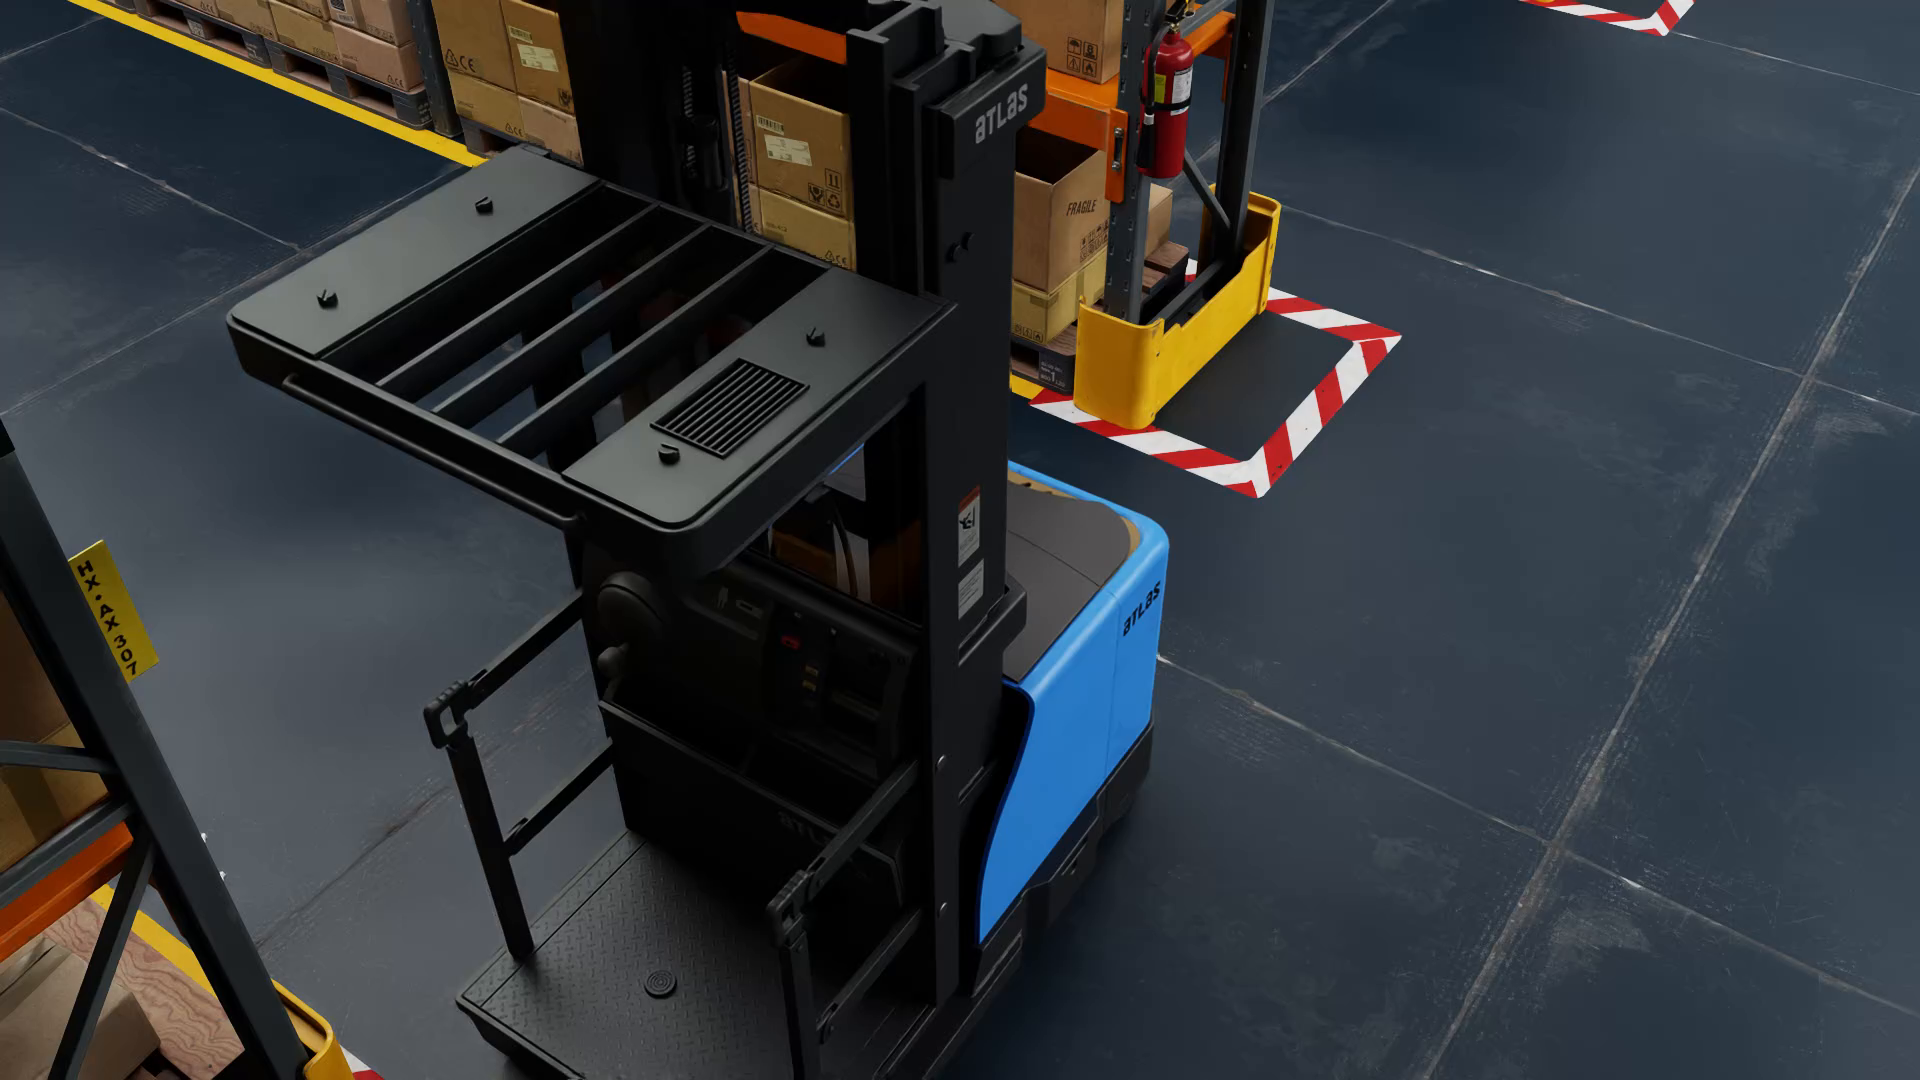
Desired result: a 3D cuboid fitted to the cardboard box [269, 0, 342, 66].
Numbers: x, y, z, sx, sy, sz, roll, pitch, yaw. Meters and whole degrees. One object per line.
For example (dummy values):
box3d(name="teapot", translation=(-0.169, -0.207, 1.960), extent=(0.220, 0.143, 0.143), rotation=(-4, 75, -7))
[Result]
box3d(name="cardboard box", translation=(-3.295, -2.798, 8.875), extent=(0.500, 0.250, 0.500), rotation=(24, 47, 25))

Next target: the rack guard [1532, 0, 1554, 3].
box3d(name="rack guard", translation=(3.657, -3.714, 10.026), extent=(0.348, 0.500, 1.175), rotation=(25, 48, 25))

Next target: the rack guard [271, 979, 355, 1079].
box3d(name="rack guard", translation=(-2.004, 1.669, 4.010), extent=(0.348, 0.500, 1.175), rotation=(25, 48, 25))

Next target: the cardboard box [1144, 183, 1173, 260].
box3d(name="cardboard box", translation=(0.588, -1.398, 7.310), extent=(0.500, 0.250, 0.500), rotation=(25, 48, 25))

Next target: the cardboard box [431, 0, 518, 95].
box3d(name="cardboard box", translation=(-2.176, -2.534, 8.017), extent=(0.500, 0.500, 0.500), rotation=(25, 48, 25))

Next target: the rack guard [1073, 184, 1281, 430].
box3d(name="rack guard", translation=(0.919, -0.999, 6.991), extent=(0.348, 0.500, 1.175), rotation=(25, 48, 25))

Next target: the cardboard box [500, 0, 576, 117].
box3d(name="cardboard box", translation=(-1.762, -2.347, 7.808), extent=(0.500, 0.500, 0.500), rotation=(25, 48, 25))

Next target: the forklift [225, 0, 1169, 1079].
box3d(name="forklift", translation=(-0.623, 0.310, 3.705), extent=(1.130, 2.935, 3.031), rotation=(24, 47, 24))

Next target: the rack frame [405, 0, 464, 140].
box3d(name="rack frame", translation=(-2.376, -3.471, 7.880), extent=(0.127, 3.000, 1.000), rotation=(25, 48, 25))

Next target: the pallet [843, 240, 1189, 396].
box3d(name="pallet", translation=(0.249, -1.170, 7.400), extent=(1.213, 0.211, 1.003), rotation=(25, 48, 25))

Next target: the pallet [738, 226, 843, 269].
box3d(name="pallet", translation=(-0.746, -1.638, 7.922), extent=(1.213, 0.211, 1.003), rotation=(25, 48, 25))

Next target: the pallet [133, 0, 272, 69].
box3d(name="pallet", translation=(-4.004, -3.159, 9.623), extent=(1.213, 0.211, 1.003), rotation=(25, 48, 25))

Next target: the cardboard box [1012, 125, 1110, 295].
box3d(name="cardboard box", translation=(0.289, -1.394, 6.743), extent=(0.500, 0.500, 0.500), rotation=(25, 48, 25))

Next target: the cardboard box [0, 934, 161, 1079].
box3d(name="cardboard box", translation=(-2.457, 1.290, 4.245), extent=(0.500, 0.311, 0.500), rotation=(20, 46, 21))

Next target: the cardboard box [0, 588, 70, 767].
box3d(name="cardboard box", translation=(-2.160, 0.188, 3.325), extent=(0.500, 0.500, 0.500), rotation=(25, 48, 25))

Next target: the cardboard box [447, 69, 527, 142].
box3d(name="cardboard box", translation=(-2.170, -2.260, 8.273), extent=(0.500, 0.250, 0.500), rotation=(25, 48, 25))

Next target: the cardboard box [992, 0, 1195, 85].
box3d(name="cardboard box", translation=(0.524, -2.163, 6.342), extent=(0.500, 0.500, 0.700), rotation=(25, 48, 25))

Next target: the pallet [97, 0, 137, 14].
box3d(name="pallet", translation=(-4.999, -3.627, 10.145), extent=(1.213, 0.211, 1.003), rotation=(25, 48, 25))

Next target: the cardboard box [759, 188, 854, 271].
box3d(name="cardboard box", translation=(-0.536, -1.491, 7.414), extent=(0.500, 0.250, 0.500), rotation=(25, 48, 25))

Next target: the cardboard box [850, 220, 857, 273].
box3d(name="cardboard box", translation=(-0.126, -1.300, 7.201), extent=(0.500, 0.250, 0.500), rotation=(25, 48, 25))

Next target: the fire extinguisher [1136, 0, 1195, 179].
box3d(name="fire extinguisher", translation=(0.729, -1.612, 5.860), extent=(0.183, 0.674, 0.296), rotation=(25, 48, 25))

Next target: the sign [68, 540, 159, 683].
box3d(name="sign", translation=(-1.631, 0.147, 3.187), extent=(0.005, 0.325, 0.100), rotation=(25, 48, 25))

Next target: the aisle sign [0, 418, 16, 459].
box3d(name="aisle sign", translation=(-1.711, -0.339, 2.430), extent=(0.004, 0.787, 0.394), rotation=(25, 48, 25))

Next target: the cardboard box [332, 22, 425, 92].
box3d(name="cardboard box", translation=(-2.882, -2.603, 8.657), extent=(0.500, 0.250, 0.500), rotation=(25, 47, 25))

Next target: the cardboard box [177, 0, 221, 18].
box3d(name="cardboard box", translation=(-4.130, -3.189, 9.312), extent=(0.500, 0.250, 0.500), rotation=(26, 48, 26))

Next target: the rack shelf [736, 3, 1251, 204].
box3d(name="rack shelf", translation=(-0.738, -2.437, 7.264), extent=(4.000, 0.370, 1.077), rotation=(25, 48, 25))

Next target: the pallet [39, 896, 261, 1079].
box3d(name="pallet", translation=(-2.649, 1.446, 4.476), extent=(1.213, 0.211, 1.003), rotation=(25, 48, 25))

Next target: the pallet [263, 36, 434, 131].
box3d(name="pallet", translation=(-3.001, -2.693, 9.101), extent=(1.213, 0.211, 1.003), rotation=(25, 48, 25))

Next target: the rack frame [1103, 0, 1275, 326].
box3d(name="rack frame", translation=(0.899, -1.940, 6.168), extent=(0.127, 3.000, 1.000), rotation=(25, 48, 25))

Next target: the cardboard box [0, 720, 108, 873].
box3d(name="cardboard box", translation=(-2.159, 0.455, 3.590), extent=(0.500, 0.250, 0.500), rotation=(24, 47, 24))

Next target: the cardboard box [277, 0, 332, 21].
box3d(name="cardboard box", translation=(-3.302, -3.006, 8.687), extent=(0.500, 0.311, 0.500), rotation=(26, 48, 26))

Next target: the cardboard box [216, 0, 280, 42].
box3d(name="cardboard box", translation=(-3.714, -2.994, 9.093), extent=(0.500, 0.250, 0.500), rotation=(26, 48, 26))

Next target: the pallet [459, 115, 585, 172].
box3d(name="pallet", translation=(-1.749, -2.105, 8.444), extent=(1.213, 0.211, 1.003), rotation=(25, 48, 25))

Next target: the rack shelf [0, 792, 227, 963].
box3d(name="rack shelf", translation=(-3.580, 0.269, 4.240), extent=(4.000, 0.370, 1.077), rotation=(25, 48, 25))

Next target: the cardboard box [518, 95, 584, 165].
box3d(name="cardboard box", translation=(-1.764, -2.066, 8.056), extent=(0.500, 0.250, 0.500), rotation=(25, 48, 25))

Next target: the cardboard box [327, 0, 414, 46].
box3d(name="cardboard box", translation=(-2.872, -2.810, 8.468), extent=(0.500, 0.311, 0.500), rotation=(25, 48, 25))

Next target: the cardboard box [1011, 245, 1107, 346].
box3d(name="cardboard box", translation=(0.290, -1.115, 6.994), extent=(0.500, 0.250, 0.500), rotation=(25, 48, 25))

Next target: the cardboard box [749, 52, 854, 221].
box3d(name="cardboard box", translation=(-0.538, -1.769, 7.162), extent=(0.500, 0.500, 0.500), rotation=(25, 48, 25))

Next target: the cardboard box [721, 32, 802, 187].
box3d(name="cardboard box", translation=(-0.947, -1.961, 7.377), extent=(0.500, 0.500, 0.500), rotation=(25, 48, 25))

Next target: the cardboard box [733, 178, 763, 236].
box3d(name="cardboard box", translation=(-0.945, -1.683, 7.629), extent=(0.500, 0.250, 0.500), rotation=(25, 48, 25))
